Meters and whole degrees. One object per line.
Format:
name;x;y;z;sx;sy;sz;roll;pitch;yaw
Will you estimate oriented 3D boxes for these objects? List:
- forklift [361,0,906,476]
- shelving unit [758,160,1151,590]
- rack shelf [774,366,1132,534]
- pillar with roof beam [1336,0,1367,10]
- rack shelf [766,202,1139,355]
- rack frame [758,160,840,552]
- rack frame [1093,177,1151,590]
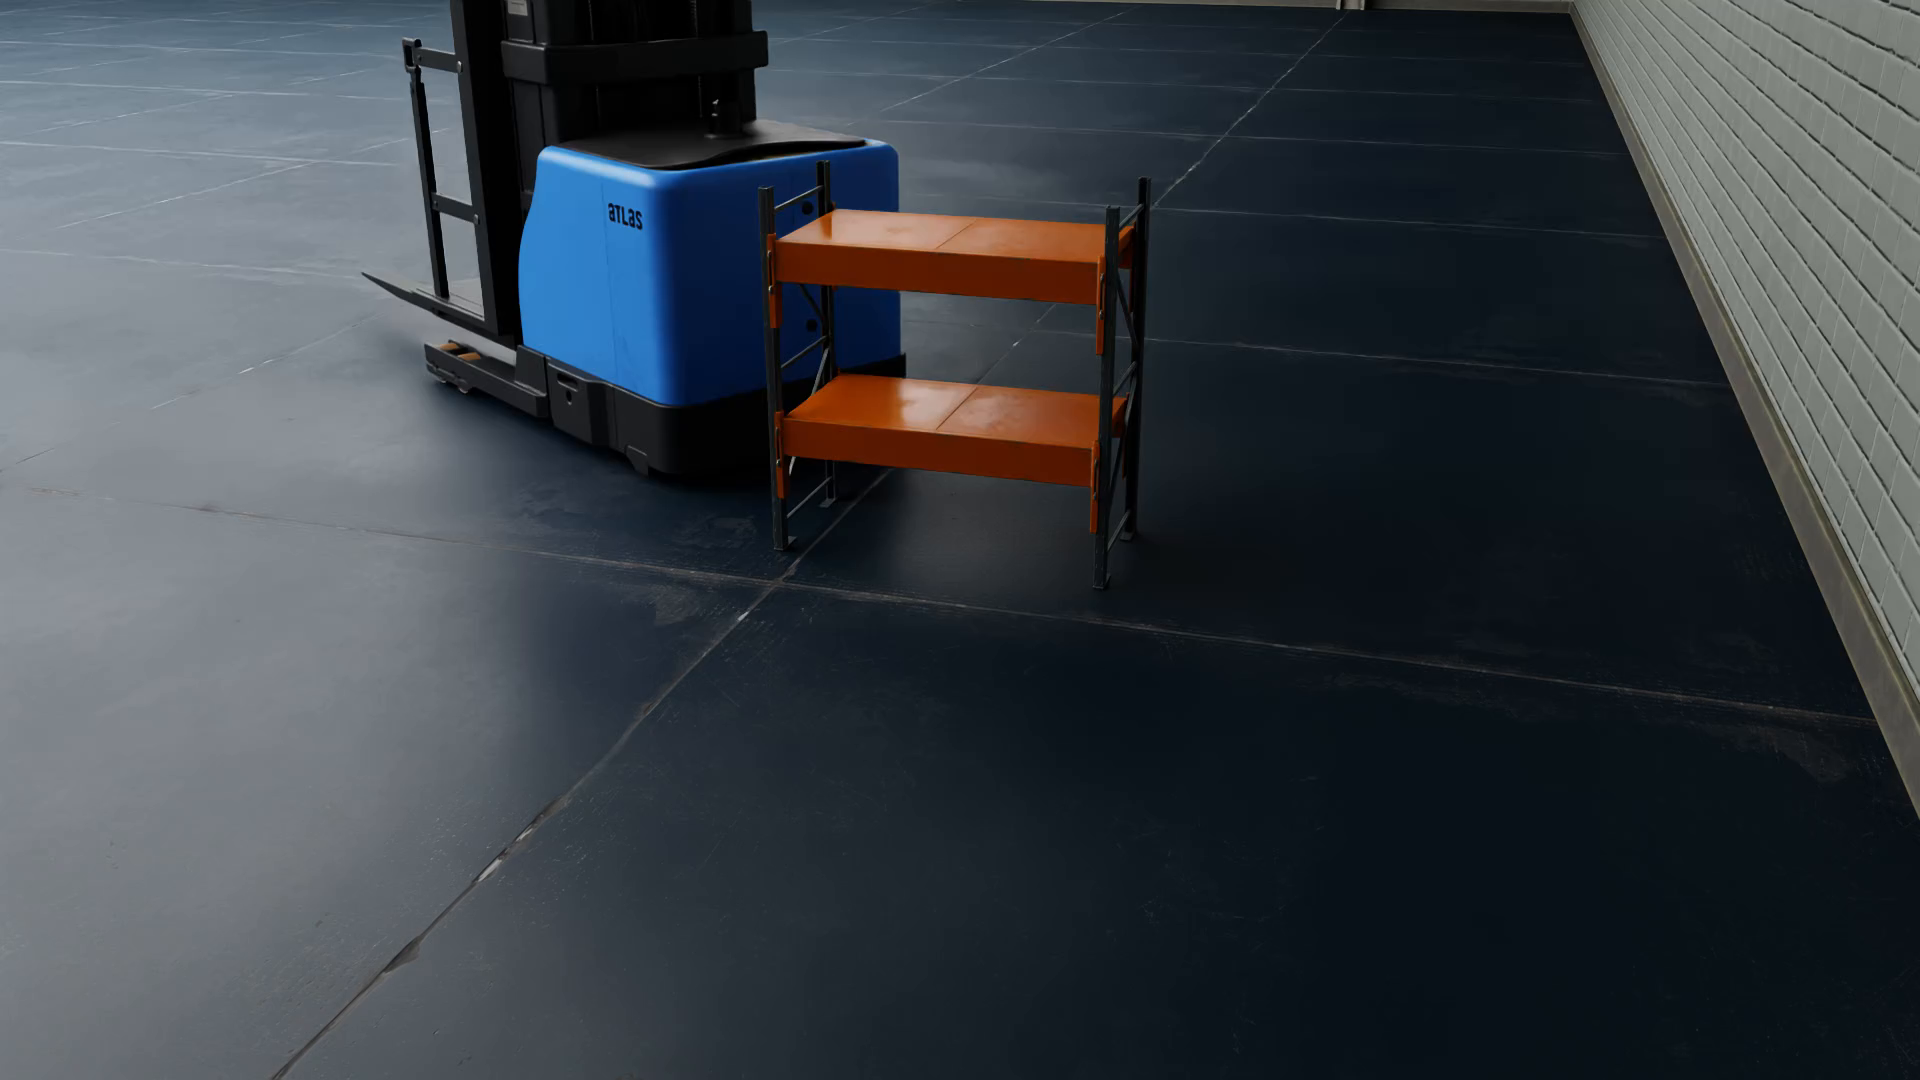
forklift;-1.546;-2.056;6.419;1.130;2.935;3.031;-18;29;-37
shelving unit;-0.006;-0.521;5.058;1.048;1.125;0.538;7;23;16
rack shelf;-0.006;-0.295;5.151;1.000;0.278;0.538;7;23;16
pillar with roof beam;4.365;-10.217;18.321;0.400;9.000;9.100;7;23;16
rack shelf;-0.006;-0.792;4.947;1.000;0.278;0.538;7;23;16
rack frame;-0.493;-0.577;5.194;0.032;1.125;0.500;7;23;16
rack frame;0.480;-0.465;4.922;0.032;1.125;0.500;7;23;16
